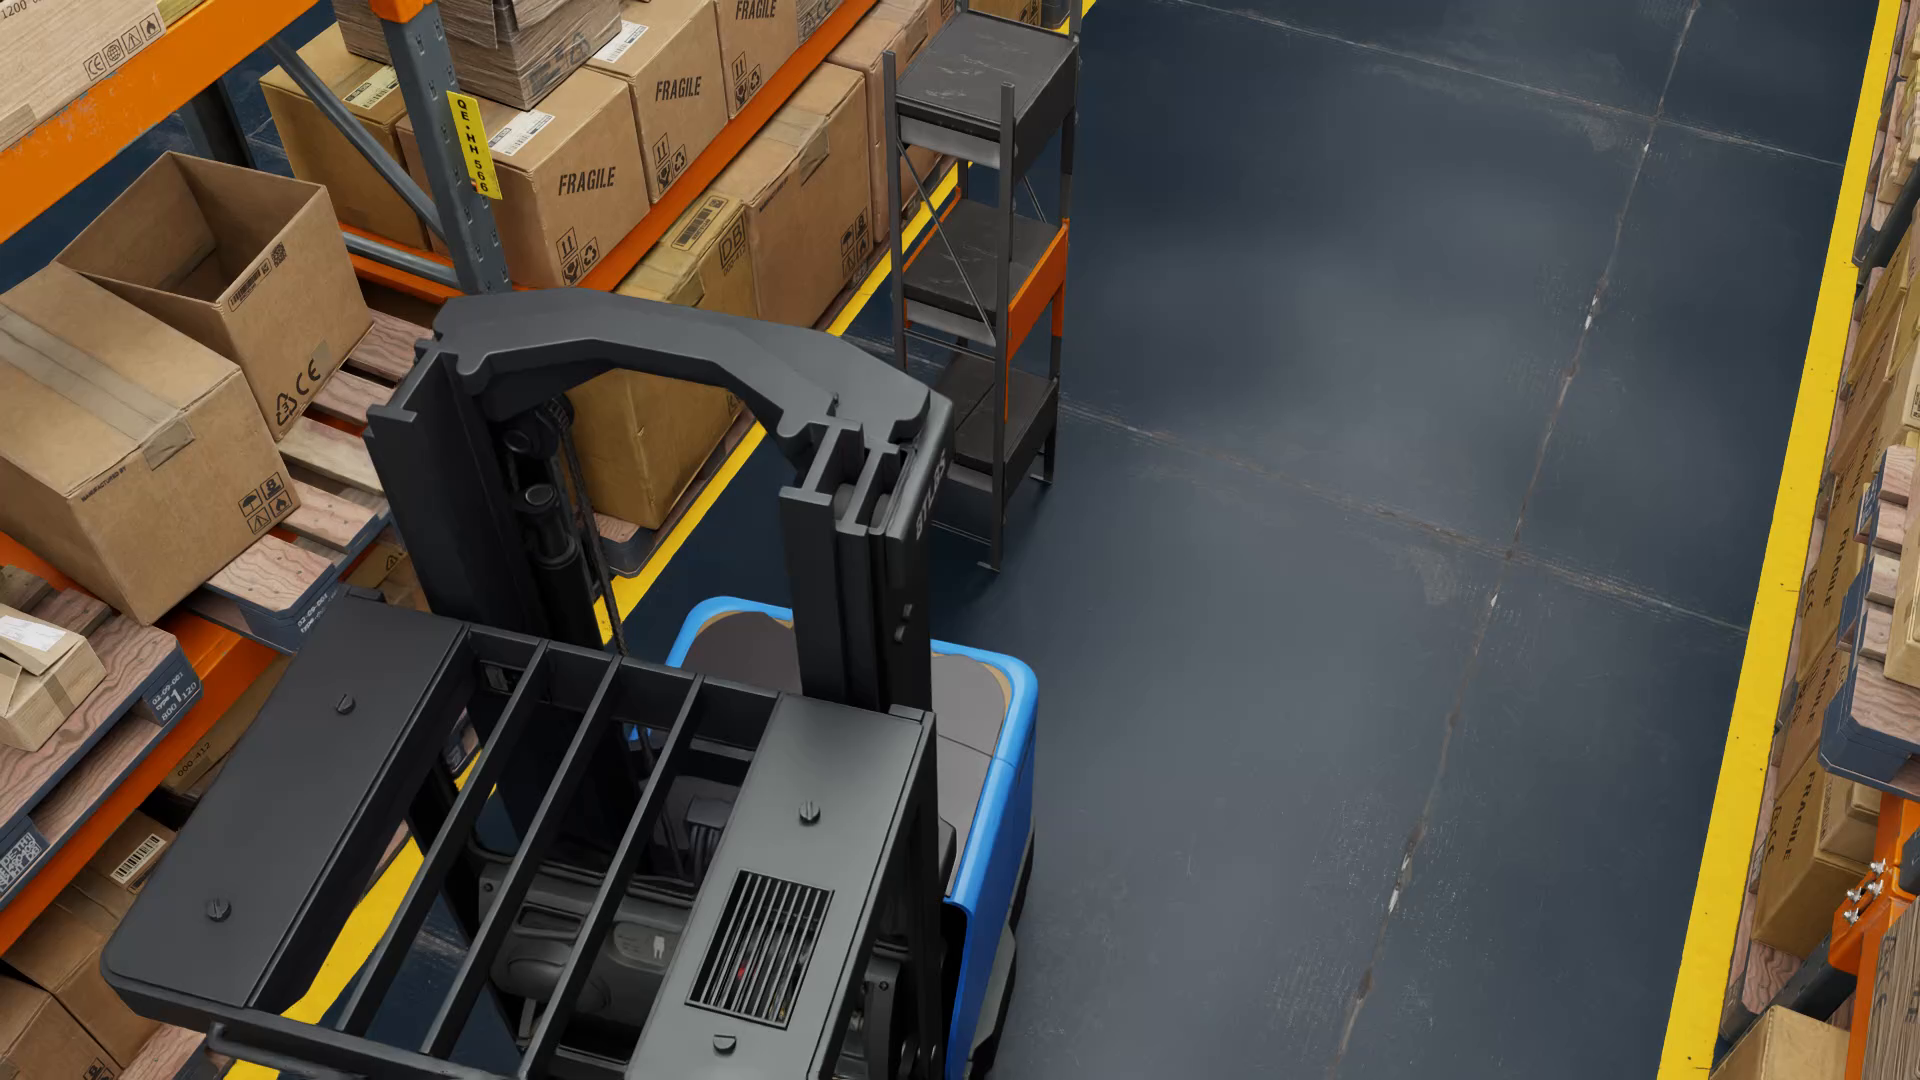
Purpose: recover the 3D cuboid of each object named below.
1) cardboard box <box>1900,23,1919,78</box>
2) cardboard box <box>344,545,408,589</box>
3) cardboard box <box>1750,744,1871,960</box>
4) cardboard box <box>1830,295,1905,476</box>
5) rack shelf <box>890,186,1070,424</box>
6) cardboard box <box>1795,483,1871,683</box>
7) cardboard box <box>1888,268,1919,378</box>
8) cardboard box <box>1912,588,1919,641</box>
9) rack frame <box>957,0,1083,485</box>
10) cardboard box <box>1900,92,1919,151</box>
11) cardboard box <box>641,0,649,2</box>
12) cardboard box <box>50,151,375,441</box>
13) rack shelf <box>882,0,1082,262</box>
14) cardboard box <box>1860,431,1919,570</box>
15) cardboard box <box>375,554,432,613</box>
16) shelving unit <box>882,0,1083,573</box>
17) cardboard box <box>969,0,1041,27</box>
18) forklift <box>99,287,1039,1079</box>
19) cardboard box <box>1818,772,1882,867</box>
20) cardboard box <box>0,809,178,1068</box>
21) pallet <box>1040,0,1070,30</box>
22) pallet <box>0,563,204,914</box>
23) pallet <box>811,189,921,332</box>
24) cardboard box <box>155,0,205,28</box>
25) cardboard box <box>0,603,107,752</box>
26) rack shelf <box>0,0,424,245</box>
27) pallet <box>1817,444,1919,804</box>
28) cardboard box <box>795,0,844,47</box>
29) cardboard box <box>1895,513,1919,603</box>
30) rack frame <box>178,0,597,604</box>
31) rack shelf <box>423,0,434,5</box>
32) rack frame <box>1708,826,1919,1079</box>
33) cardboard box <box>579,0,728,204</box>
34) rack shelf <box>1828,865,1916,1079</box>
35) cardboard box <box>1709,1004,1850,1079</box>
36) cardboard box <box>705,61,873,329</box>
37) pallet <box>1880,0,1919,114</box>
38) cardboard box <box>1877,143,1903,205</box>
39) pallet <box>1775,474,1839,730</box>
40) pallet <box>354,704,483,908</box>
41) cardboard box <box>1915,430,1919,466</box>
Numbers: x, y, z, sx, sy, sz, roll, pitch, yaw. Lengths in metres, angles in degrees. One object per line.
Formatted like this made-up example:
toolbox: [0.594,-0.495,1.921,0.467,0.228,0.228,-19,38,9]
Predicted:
cardboard box: [4.650,-2.256,7.796,0.380,0.149,0.250,20,52,16]
cardboard box: [-2.061,0.017,5.126,0.500,0.250,0.500,22,53,18]
cardboard box: [2.684,0.940,4.846,0.500,0.500,0.500,20,52,16]
cardboard box: [3.568,-0.488,6.062,0.500,0.500,0.500,22,53,18]
rack shelf: [0.071,-0.786,5.558,0.431,0.518,0.480,20,52,16]
cardboard box: [3.121,0.215,5.463,0.500,0.500,0.500,18,52,14]
cardboard box: [3.569,-0.728,5.773,0.500,0.250,0.500,21,53,17]
cardboard box: [2.439,0.165,3.834,0.380,0.149,0.250,21,53,17]
rack frame: [0.175,-0.962,5.690,0.400,2.100,0.015,20,52,16]
cardboard box: [4.300,-1.769,7.187,0.380,0.149,0.250,18,52,14]
cardboard box: [-1.194,-2.182,5.413,0.797,0.503,0.637,21,53,17]
cardboard box: [-1.996,-0.662,4.503,0.500,0.500,0.500,14,51,12]
rack shelf: [0.071,-1.239,5.025,0.431,0.518,0.480,20,52,16]
cardboard box: [3.132,-0.017,5.168,0.500,0.250,0.500,21,53,17]
cardboard box: [-2.070,0.257,5.414,0.700,0.500,0.500,17,52,14]
shelving unit: [0.071,-0.794,5.547,0.431,2.100,0.503,20,52,16]
cardboard box: [-0.348,-2.633,7.641,1.225,0.875,0.875,20,52,16]
forklift: [-0.640,1.071,3.414,1.130,2.935,3.031,11,51,10]
cardboard box: [2.695,0.679,4.576,0.500,0.250,0.500,19,52,15]
cardboard box: [-2.531,1.035,4.752,0.700,0.500,0.500,24,54,19]
pallet: [0.303,-3.228,8.858,1.003,0.211,1.213,20,52,16]
pallet: [-2.611,0.560,3.930,1.003,0.211,1.213,20,52,16]
pallet: [-0.874,-1.330,7.243,1.003,0.211,1.213,20,52,16]
cardboard box: [-1.783,-1.395,3.596,0.500,0.250,0.500,20,52,16]
cardboard box: [-2.270,0.265,3.868,0.396,0.266,0.258,18,52,15]
rack shelf: [-2.656,-0.240,2.988,1.077,0.370,4.000,20,52,16]
pallet: [2.848,0.341,4.116,1.213,0.211,1.003,20,52,16]
cardboard box: [-0.699,-2.211,6.096,0.500,0.500,0.500,20,52,16]
cardboard box: [2.542,0.090,4.093,0.380,0.149,0.250,20,52,16]
rack frame: [-1.802,-0.879,5.028,1.000,3.000,0.127,20,52,16]
rack shelf: [-0.947,-2.995,5.332,1.077,0.370,4.000,20,52,16]
rack frame: [2.639,0.805,3.596,1.000,3.000,0.127,20,52,16]
cardboard box: [-1.130,-1.513,5.502,0.500,0.500,0.500,19,52,15]
rack shelf: [1.785,2.415,2.698,1.077,0.370,4.000,20,52,16]
cardboard box: [2.298,1.788,3.961,1.050,0.750,0.750,19,52,16]
cardboard box: [-1.100,-1.406,6.596,1.225,0.875,0.875,20,52,16]
pallet: [5.123,-2.363,8.122,1.003,0.211,1.213,20,52,16]
cardboard box: [4.208,-1.543,7.189,0.380,0.149,0.250,20,53,17]
pallet: [3.497,0.334,5.827,1.003,0.211,1.213,20,52,16]
pallet: [-2.137,0.563,5.633,1.003,0.211,1.213,20,52,16]
cardboard box: [2.762,-0.257,4.389,0.380,0.149,0.250,19,52,16]
